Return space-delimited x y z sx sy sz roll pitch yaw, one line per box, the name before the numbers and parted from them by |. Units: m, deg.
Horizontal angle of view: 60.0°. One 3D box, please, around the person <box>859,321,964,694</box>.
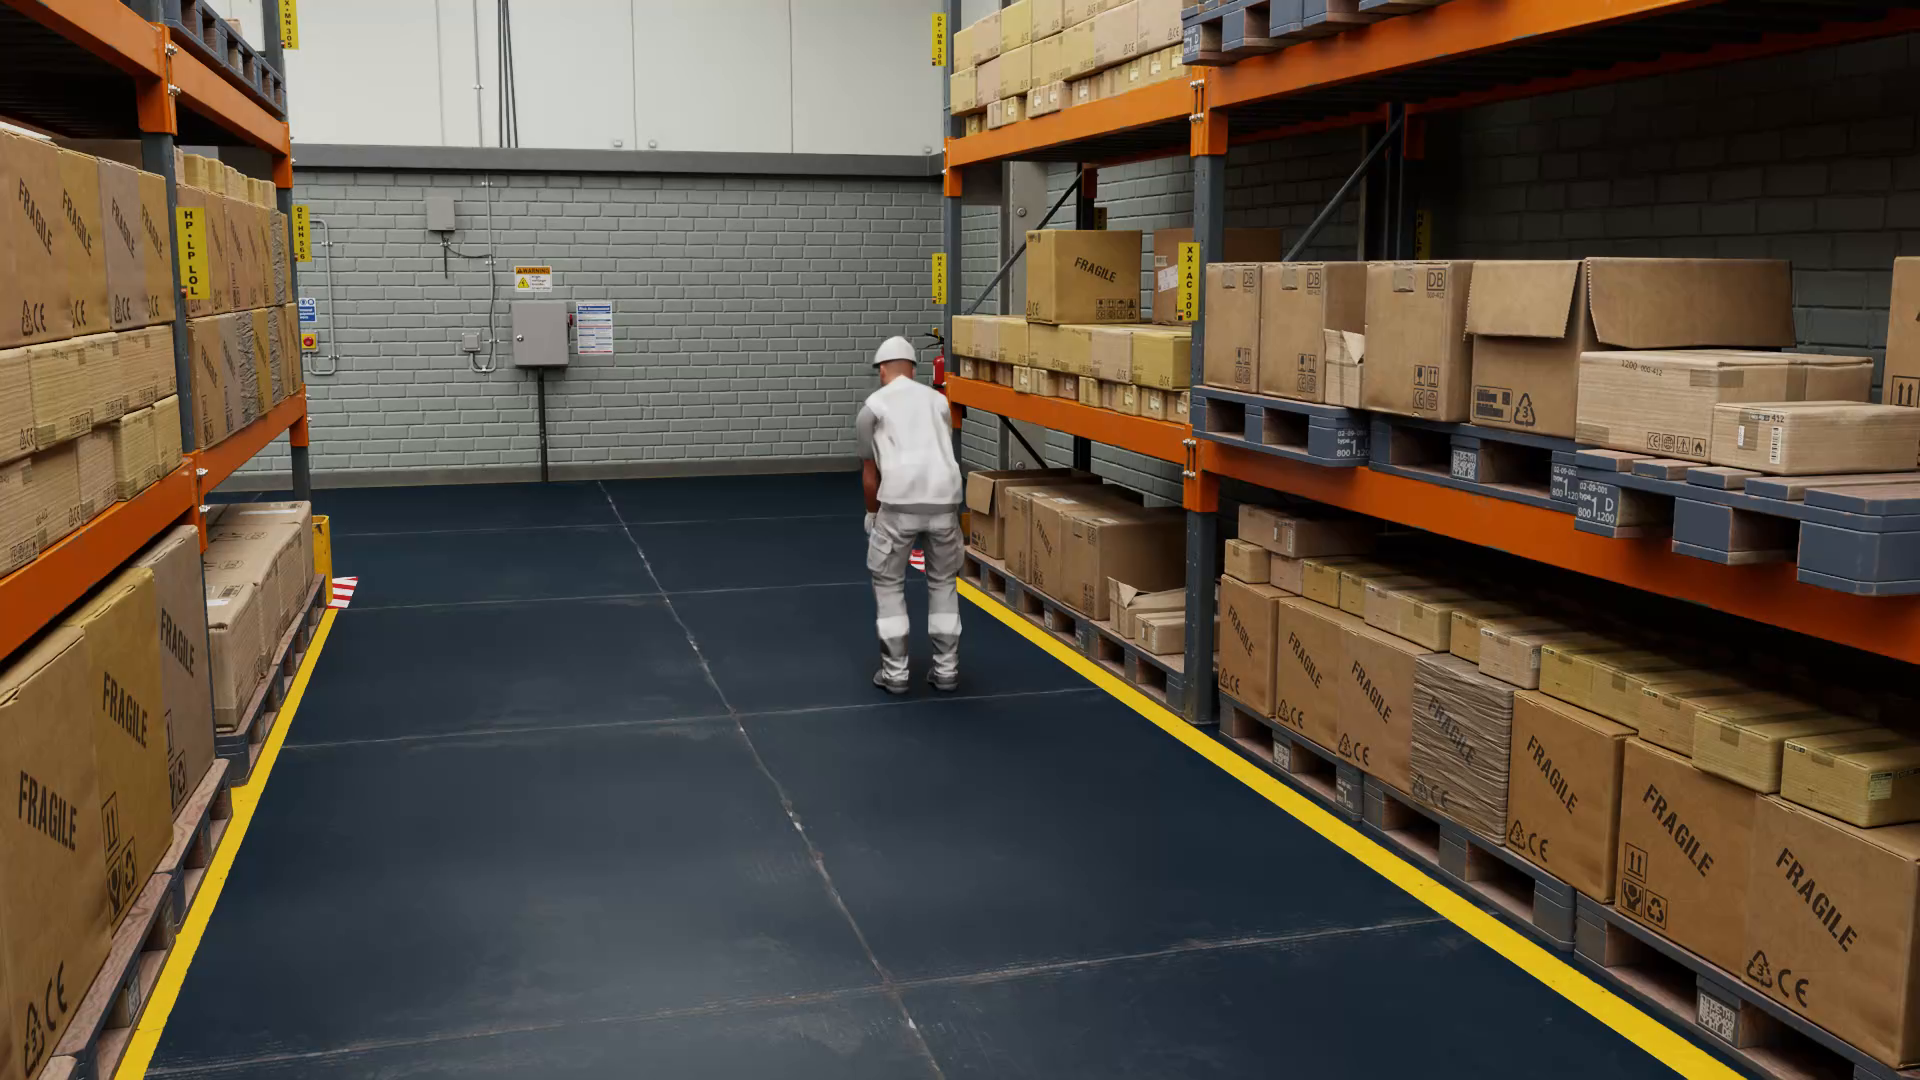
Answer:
person | -0.242 -0.166 7.958 0.488 1.745 0.592 -3 10 -17
